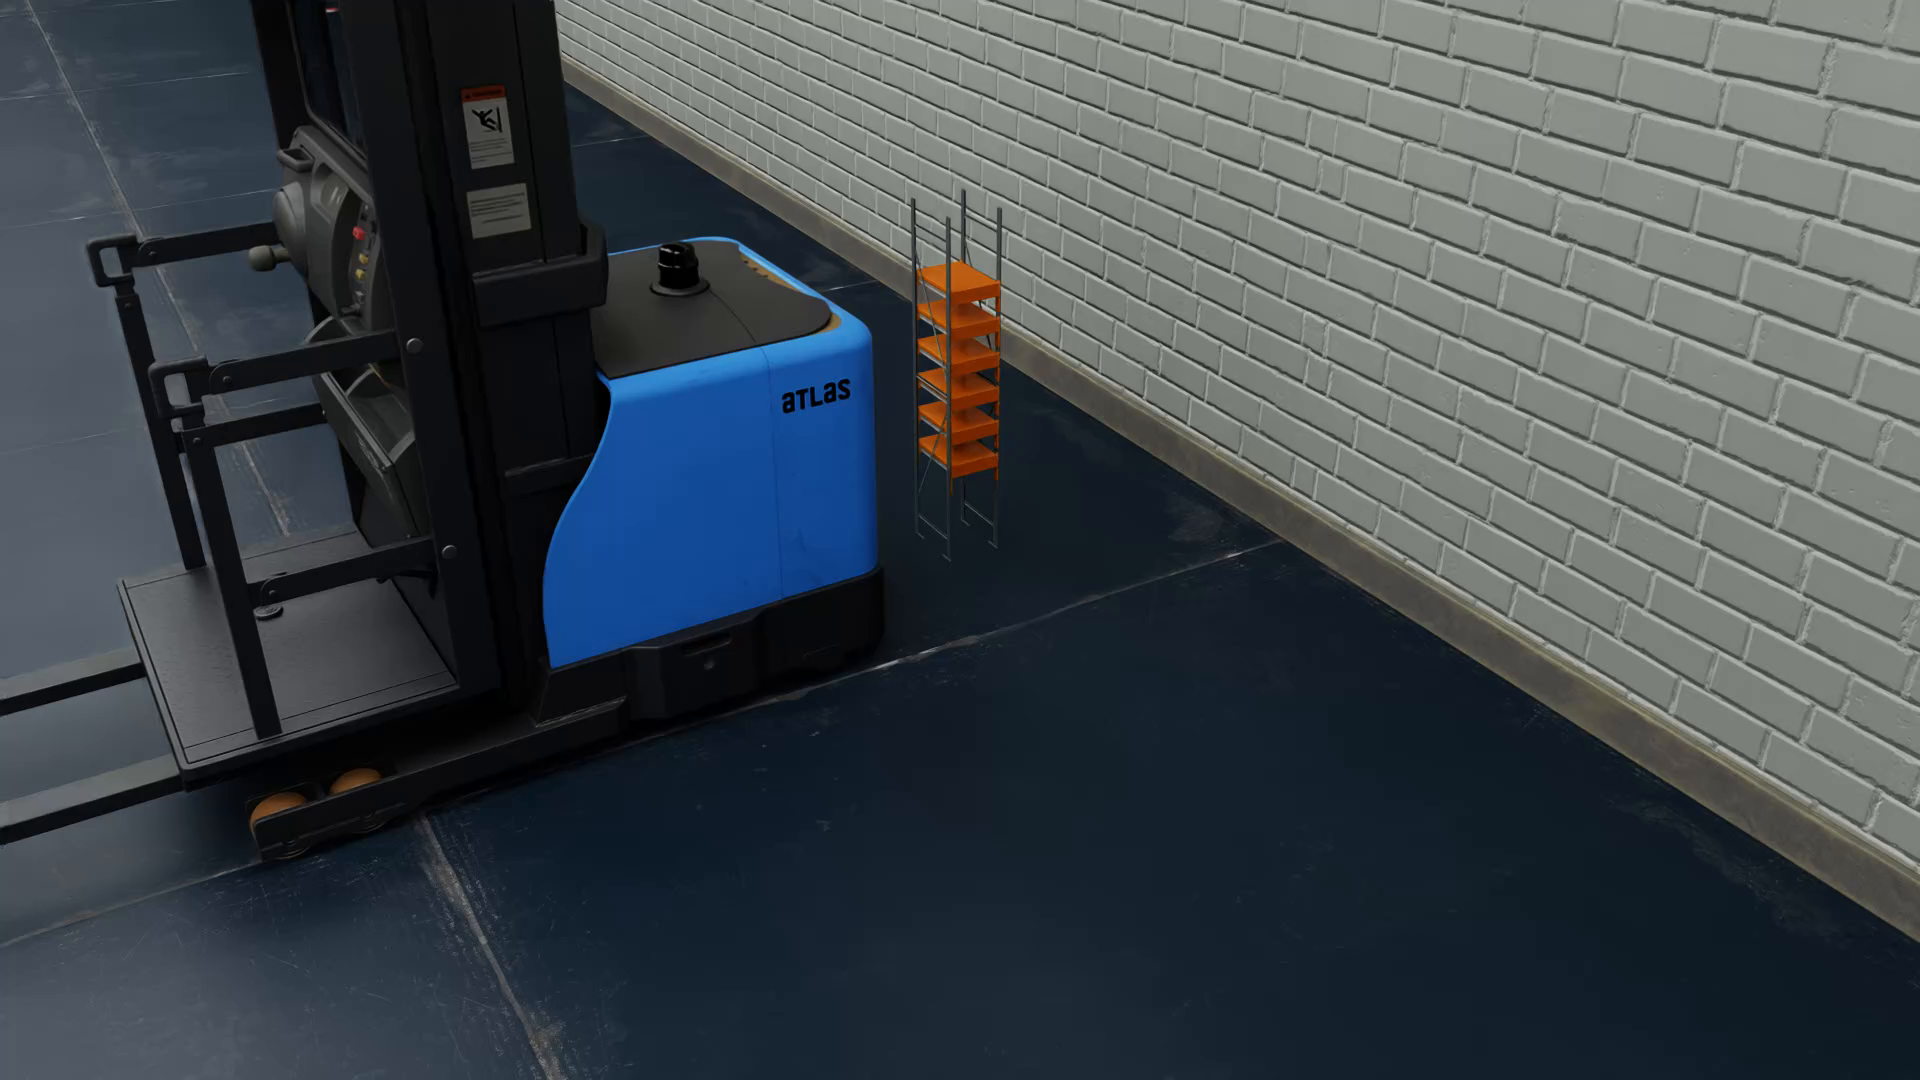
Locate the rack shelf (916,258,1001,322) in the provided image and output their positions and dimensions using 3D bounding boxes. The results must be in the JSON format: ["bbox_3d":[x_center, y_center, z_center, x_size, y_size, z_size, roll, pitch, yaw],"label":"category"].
[{"bbox_3d":[-0.012,-0.798,5.301,0.180,0.103,0.258,-16,33,-26],"label":"rack shelf"}]

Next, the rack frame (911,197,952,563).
[{"bbox_3d":[-0.091,-0.499,5.413,0.006,1.200,0.240,-16,33,-26],"label":"rack frame"}]

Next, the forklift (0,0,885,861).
[{"bbox_3d":[-1.753,-0.757,4.089,3.031,2.935,1.130,-17,33,-28],"label":"forklift"}]

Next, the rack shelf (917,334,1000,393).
[{"bbox_3d":[-0.012,-0.588,5.417,0.180,0.103,0.258,-16,33,-26],"label":"rack shelf"}]

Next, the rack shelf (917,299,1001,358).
[{"bbox_3d":[-0.012,-0.693,5.359,0.180,0.103,0.258,-16,33,-26],"label":"rack shelf"}]

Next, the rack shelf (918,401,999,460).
[{"bbox_3d":[-0.012,-0.378,5.533,0.180,0.103,0.258,-16,33,-26],"label":"rack shelf"}]

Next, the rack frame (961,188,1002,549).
[{"bbox_3d":[0.066,-0.544,5.494,0.006,1.200,0.240,-16,33,-26],"label":"rack frame"}]

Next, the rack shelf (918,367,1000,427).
[{"bbox_3d":[-0.012,-0.483,5.475,0.180,0.103,0.258,-16,33,-26],"label":"rack shelf"}]

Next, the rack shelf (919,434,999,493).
[{"bbox_3d":[-0.012,-0.273,5.591,0.180,0.103,0.258,-16,33,-26],"label":"rack shelf"}]

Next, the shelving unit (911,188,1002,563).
[{"bbox_3d":[-0.012,-0.522,5.454,0.189,1.200,0.258,-16,33,-26],"label":"shelving unit"}]
